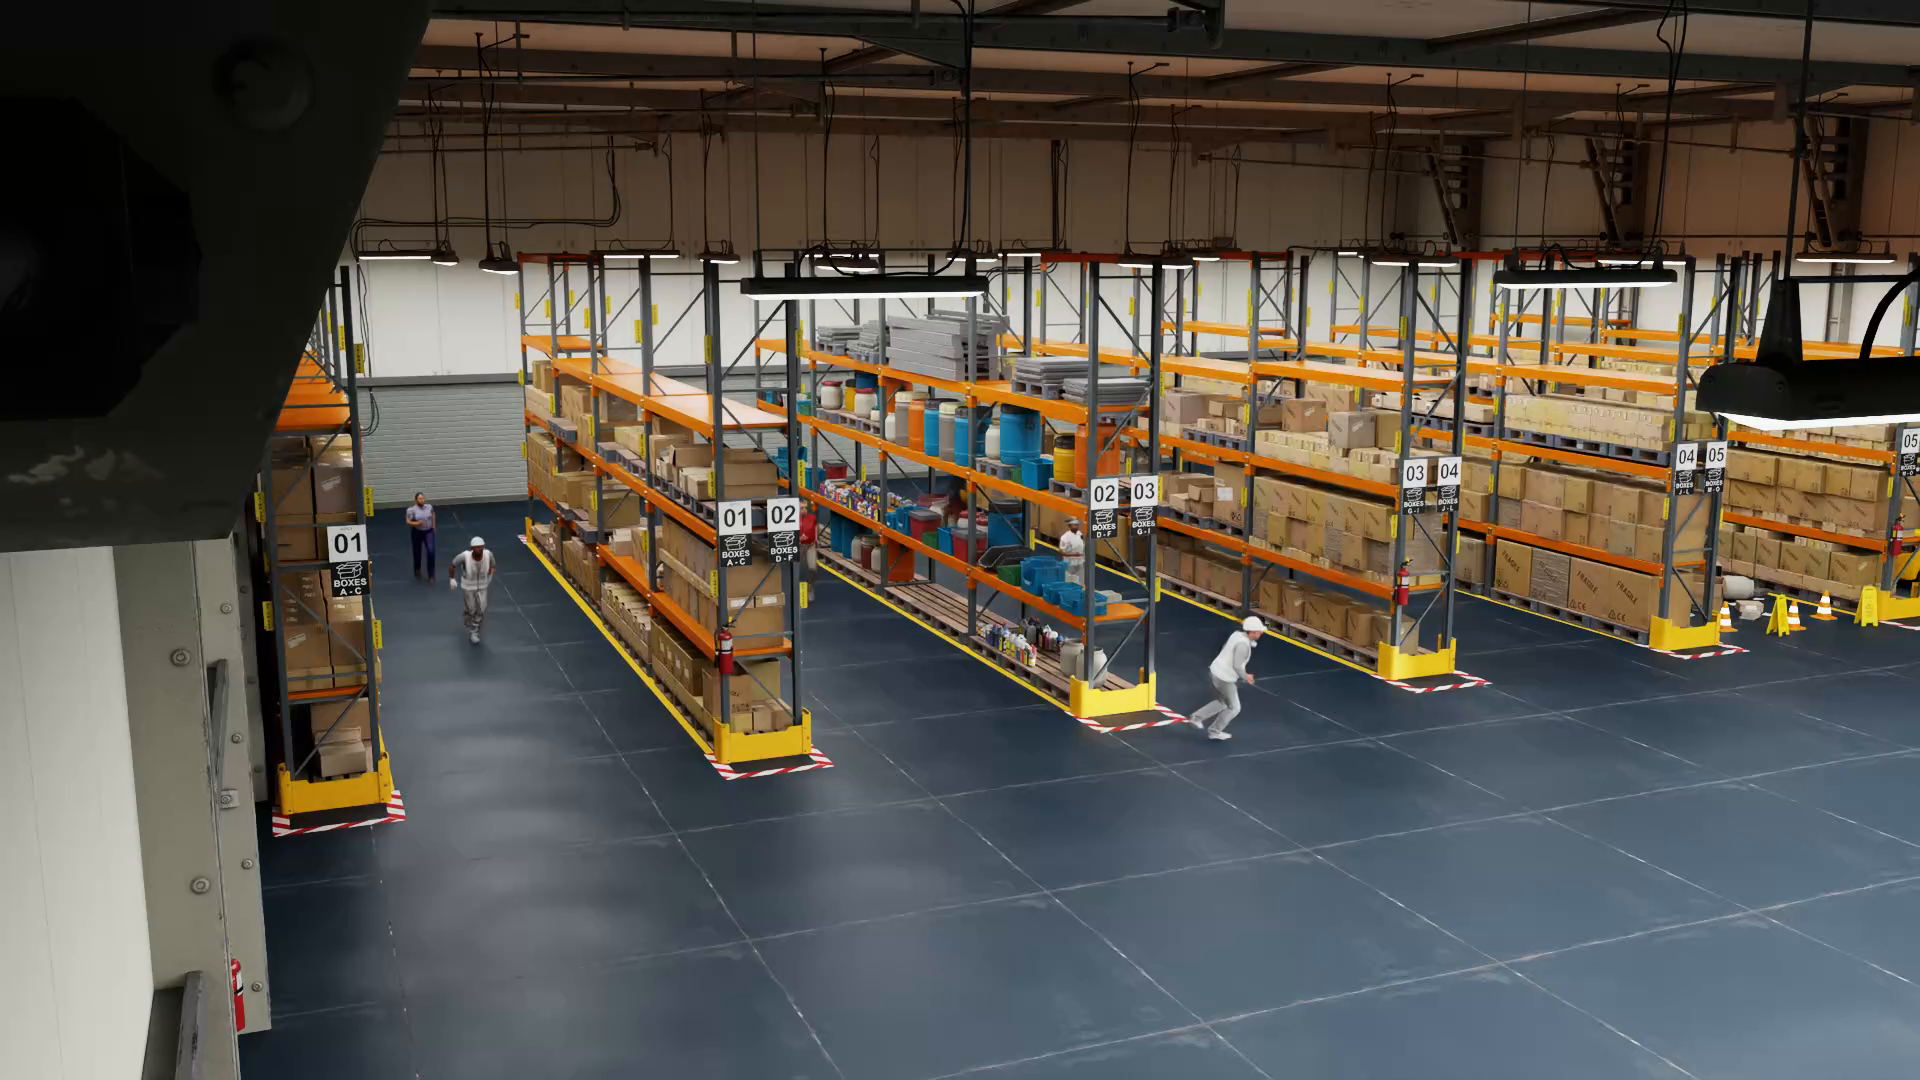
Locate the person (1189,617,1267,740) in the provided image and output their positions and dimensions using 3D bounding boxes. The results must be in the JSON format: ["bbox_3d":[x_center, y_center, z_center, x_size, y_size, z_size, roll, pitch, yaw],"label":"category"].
[{"bbox_3d":[3.384,1.742,21.045,0.922,1.612,0.625,0,10,0],"label":"person"}]

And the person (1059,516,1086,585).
[{"bbox_3d":[1.915,0.406,28.127,0.596,1.666,0.862,-7,13,-35],"label":"person"}]

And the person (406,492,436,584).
[{"bbox_3d":[-9.951,-0.050,30.746,0.562,1.707,0.843,-5,12,-27],"label":"person"}]

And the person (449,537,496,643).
[{"bbox_3d":[-7.654,0.768,26.199,0.686,1.704,0.755,-8,13,-36],"label":"person"}]

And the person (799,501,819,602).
[{"bbox_3d":[-2.748,0.203,29.214,0.622,1.791,0.856,-3,11,-16],"label":"person"}]
